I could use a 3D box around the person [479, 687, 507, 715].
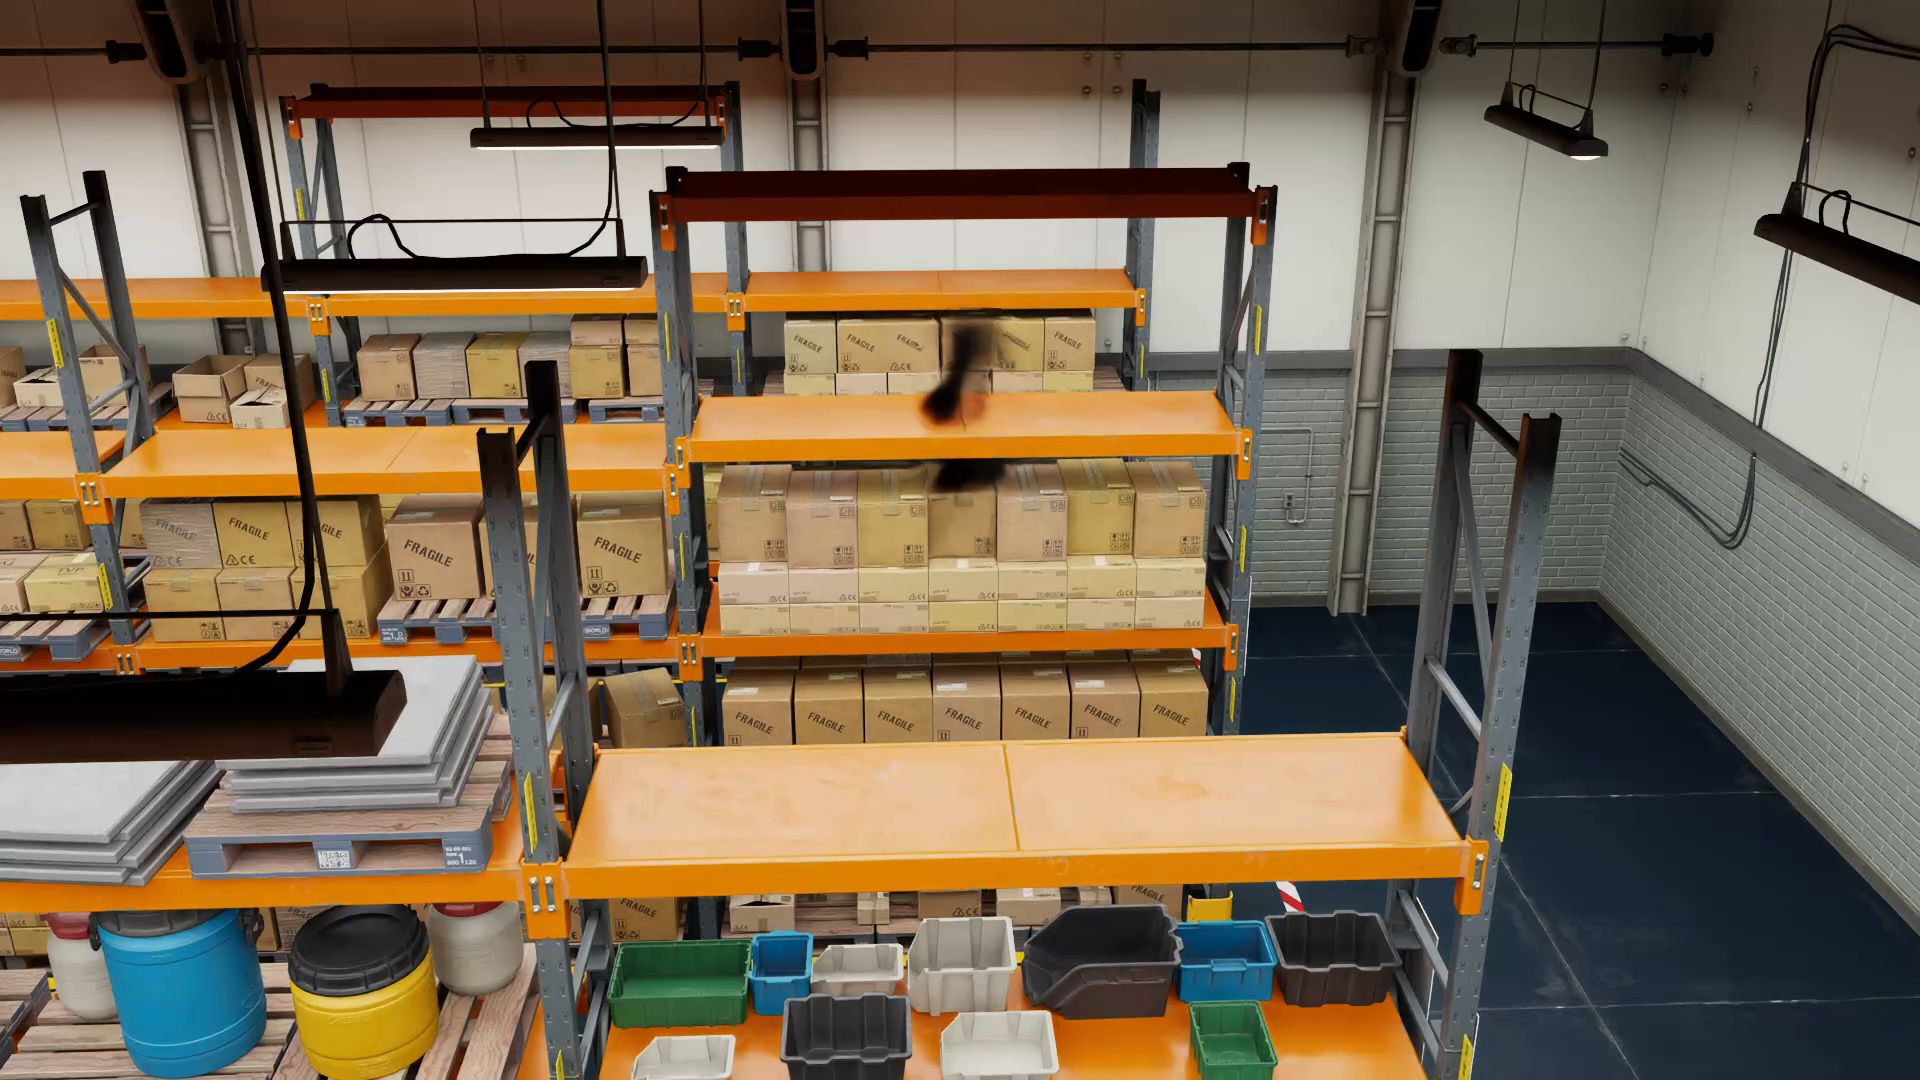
[{"bbox_3d":[-4.826,1.234,15.815,1.062,1.761,0.704,-10,24,-23],"label":"person"}]
